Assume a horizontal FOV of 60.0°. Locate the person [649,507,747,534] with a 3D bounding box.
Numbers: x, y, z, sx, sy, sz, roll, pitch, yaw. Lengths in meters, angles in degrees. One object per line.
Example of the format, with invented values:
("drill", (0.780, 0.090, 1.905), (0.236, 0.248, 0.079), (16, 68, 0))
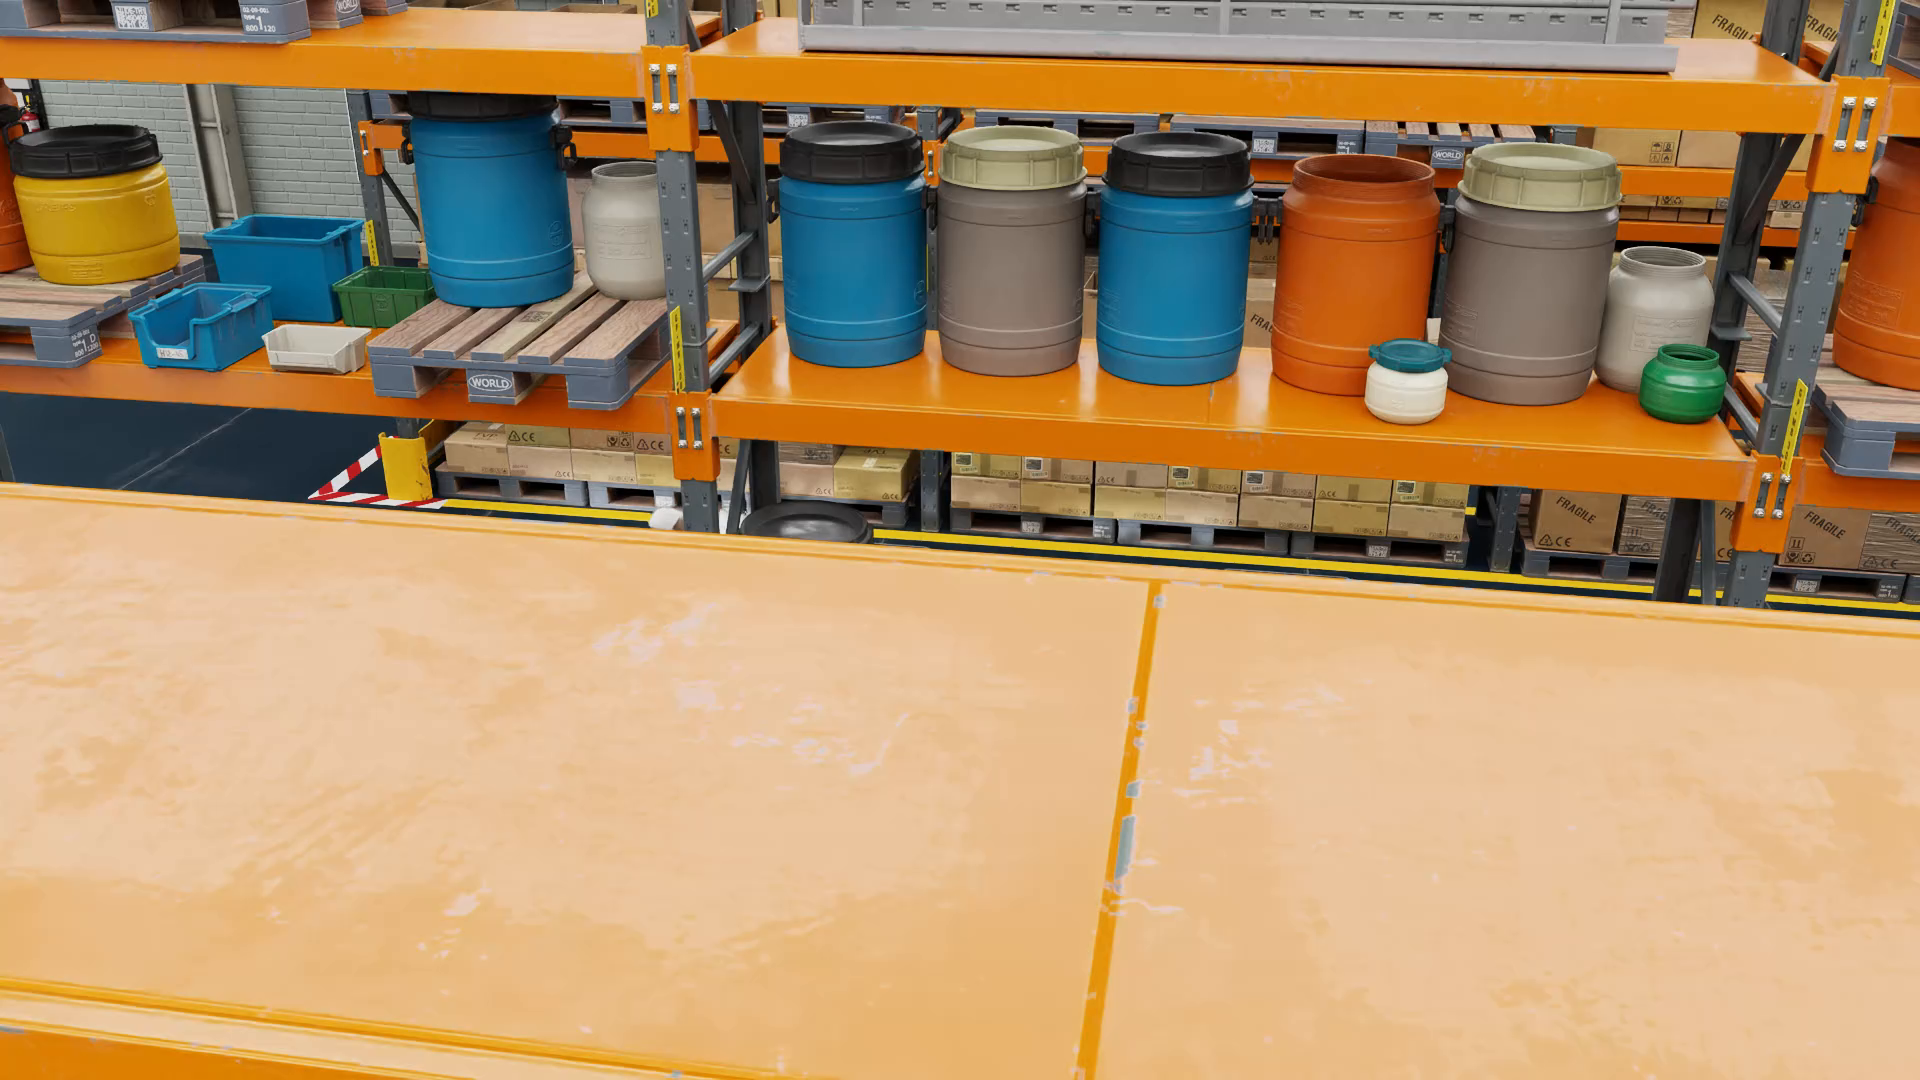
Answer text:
("person", (-1.402, 0.279, 10.180), (0.953, 0.994, 0.541), (3, 25, 7))
